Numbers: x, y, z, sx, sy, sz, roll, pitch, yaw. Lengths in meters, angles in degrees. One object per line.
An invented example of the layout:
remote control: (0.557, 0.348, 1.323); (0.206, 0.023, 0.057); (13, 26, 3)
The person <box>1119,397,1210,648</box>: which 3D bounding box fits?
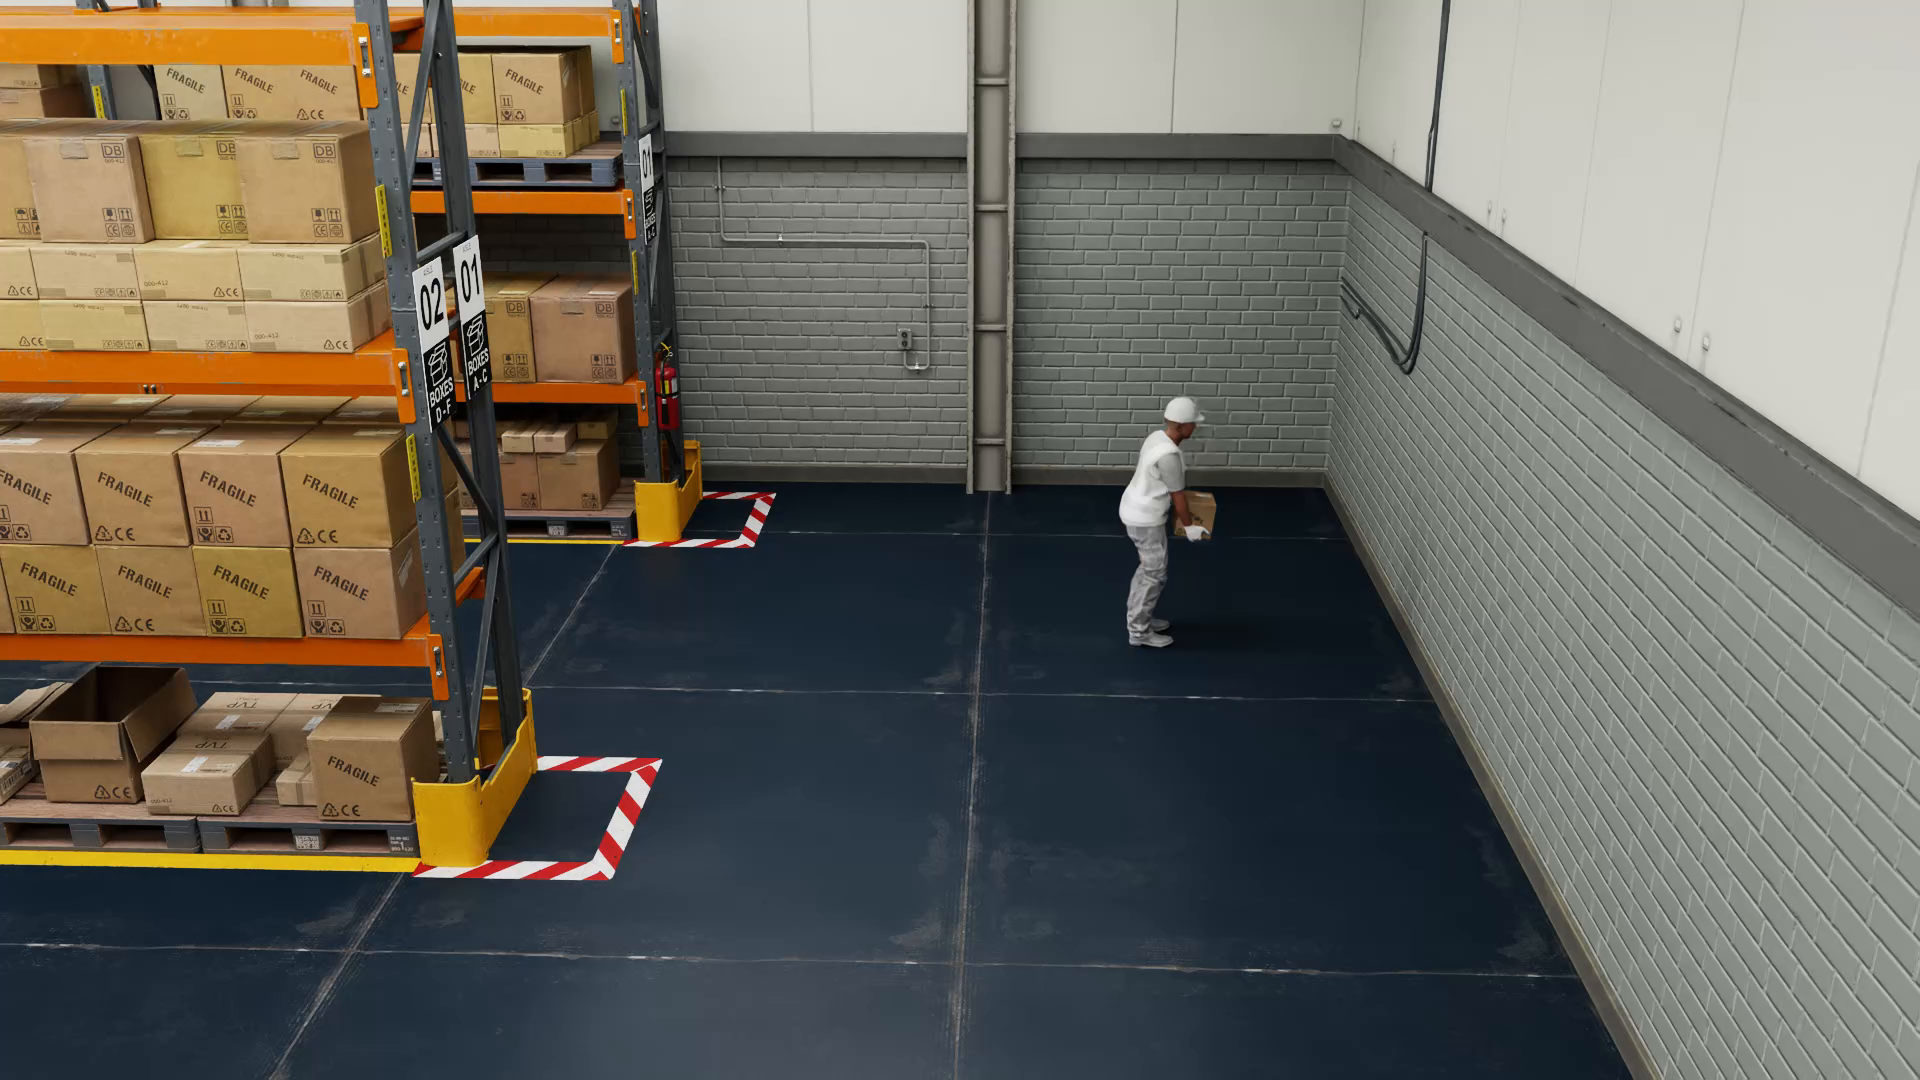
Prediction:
person: (1.405, -0.139, 11.474); (0.611, 1.744, 0.488); (0, 21, 1)
